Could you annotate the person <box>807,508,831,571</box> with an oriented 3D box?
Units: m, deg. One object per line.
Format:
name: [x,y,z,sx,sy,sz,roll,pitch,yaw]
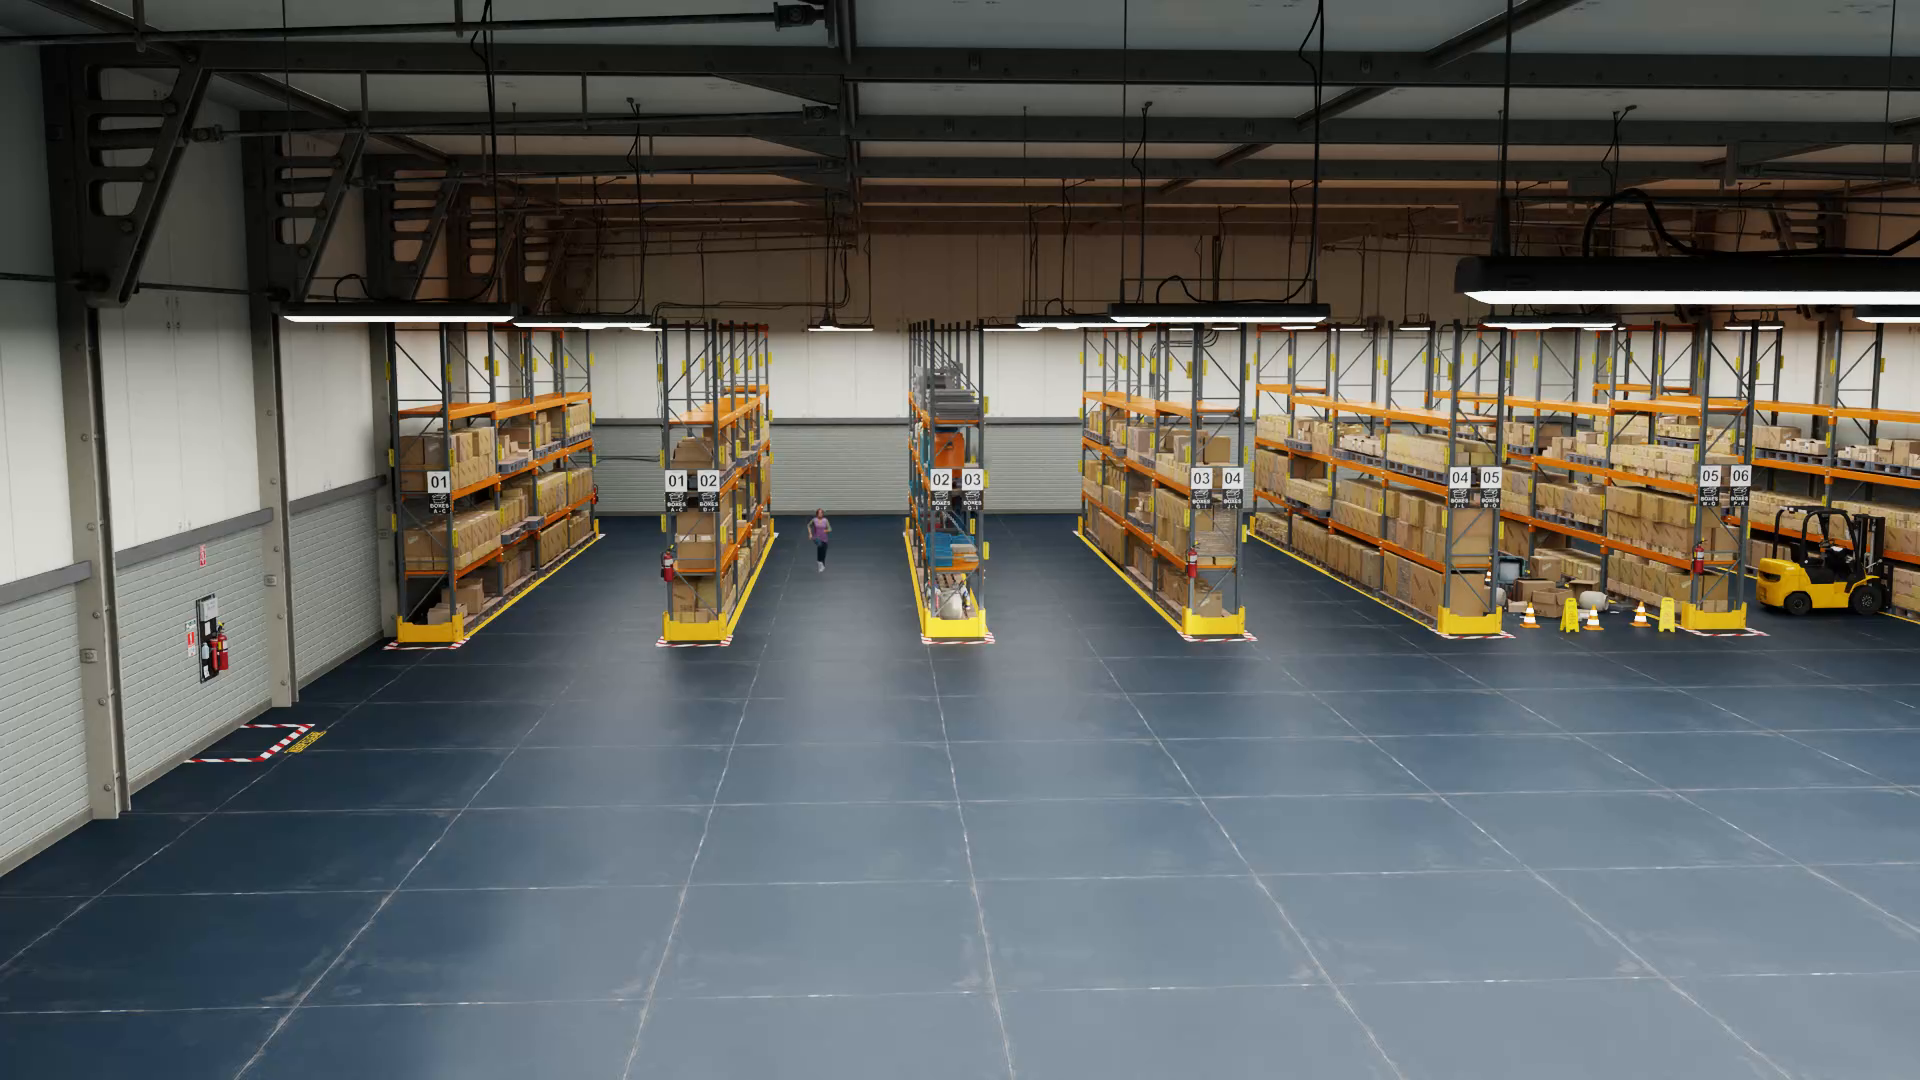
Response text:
person: [-3.325,0.009,39.467,0.538,1.543,0.888,-2,7,-15]

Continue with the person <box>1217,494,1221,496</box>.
person: [6.490,-0.368,42.362,0.687,1.706,0.735,1,7,9]
